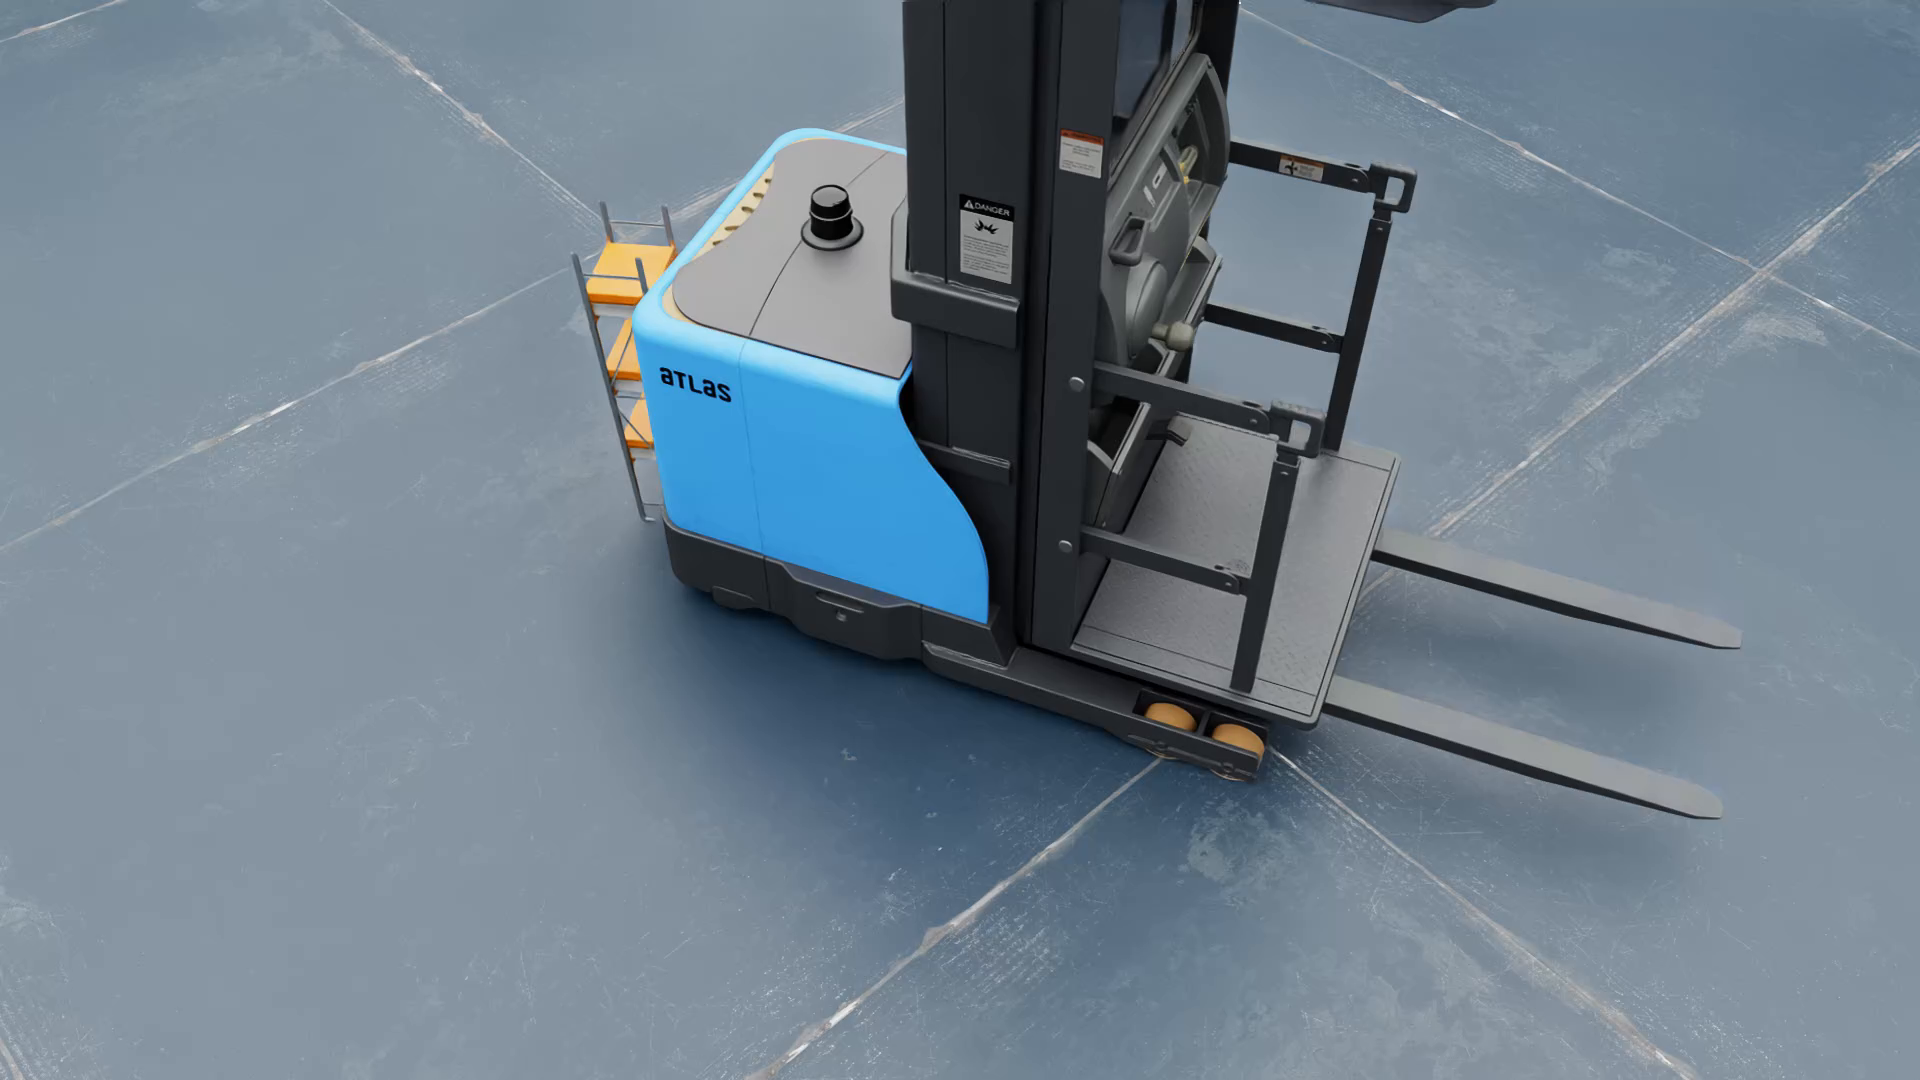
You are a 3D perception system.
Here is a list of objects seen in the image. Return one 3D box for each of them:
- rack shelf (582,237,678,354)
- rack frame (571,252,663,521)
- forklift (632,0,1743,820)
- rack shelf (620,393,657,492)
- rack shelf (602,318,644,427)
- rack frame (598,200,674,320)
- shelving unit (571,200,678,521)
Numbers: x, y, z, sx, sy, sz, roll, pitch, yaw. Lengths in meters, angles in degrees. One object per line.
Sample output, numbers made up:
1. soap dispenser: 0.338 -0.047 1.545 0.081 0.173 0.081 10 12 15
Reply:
1. rack shelf: -0.934 -0.691 4.795 0.215 0.259 0.240 5 47 8
2. rack frame: -0.943 -0.416 4.913 0.200 1.050 0.008 5 47 8
3. forklift: 0.687 -0.771 3.967 3.031 2.935 1.130 17 49 15
4. rack shelf: -0.910 -0.307 5.205 0.215 0.259 0.240 5 47 8
5. rack shelf: -0.922 -0.497 5.002 0.215 0.259 0.240 5 47 8
6. rack frame: -0.902 -0.592 5.076 0.200 1.050 0.008 5 47 8
7. shelving unit: -0.922 -0.504 4.994 0.215 1.050 0.252 5 47 8
